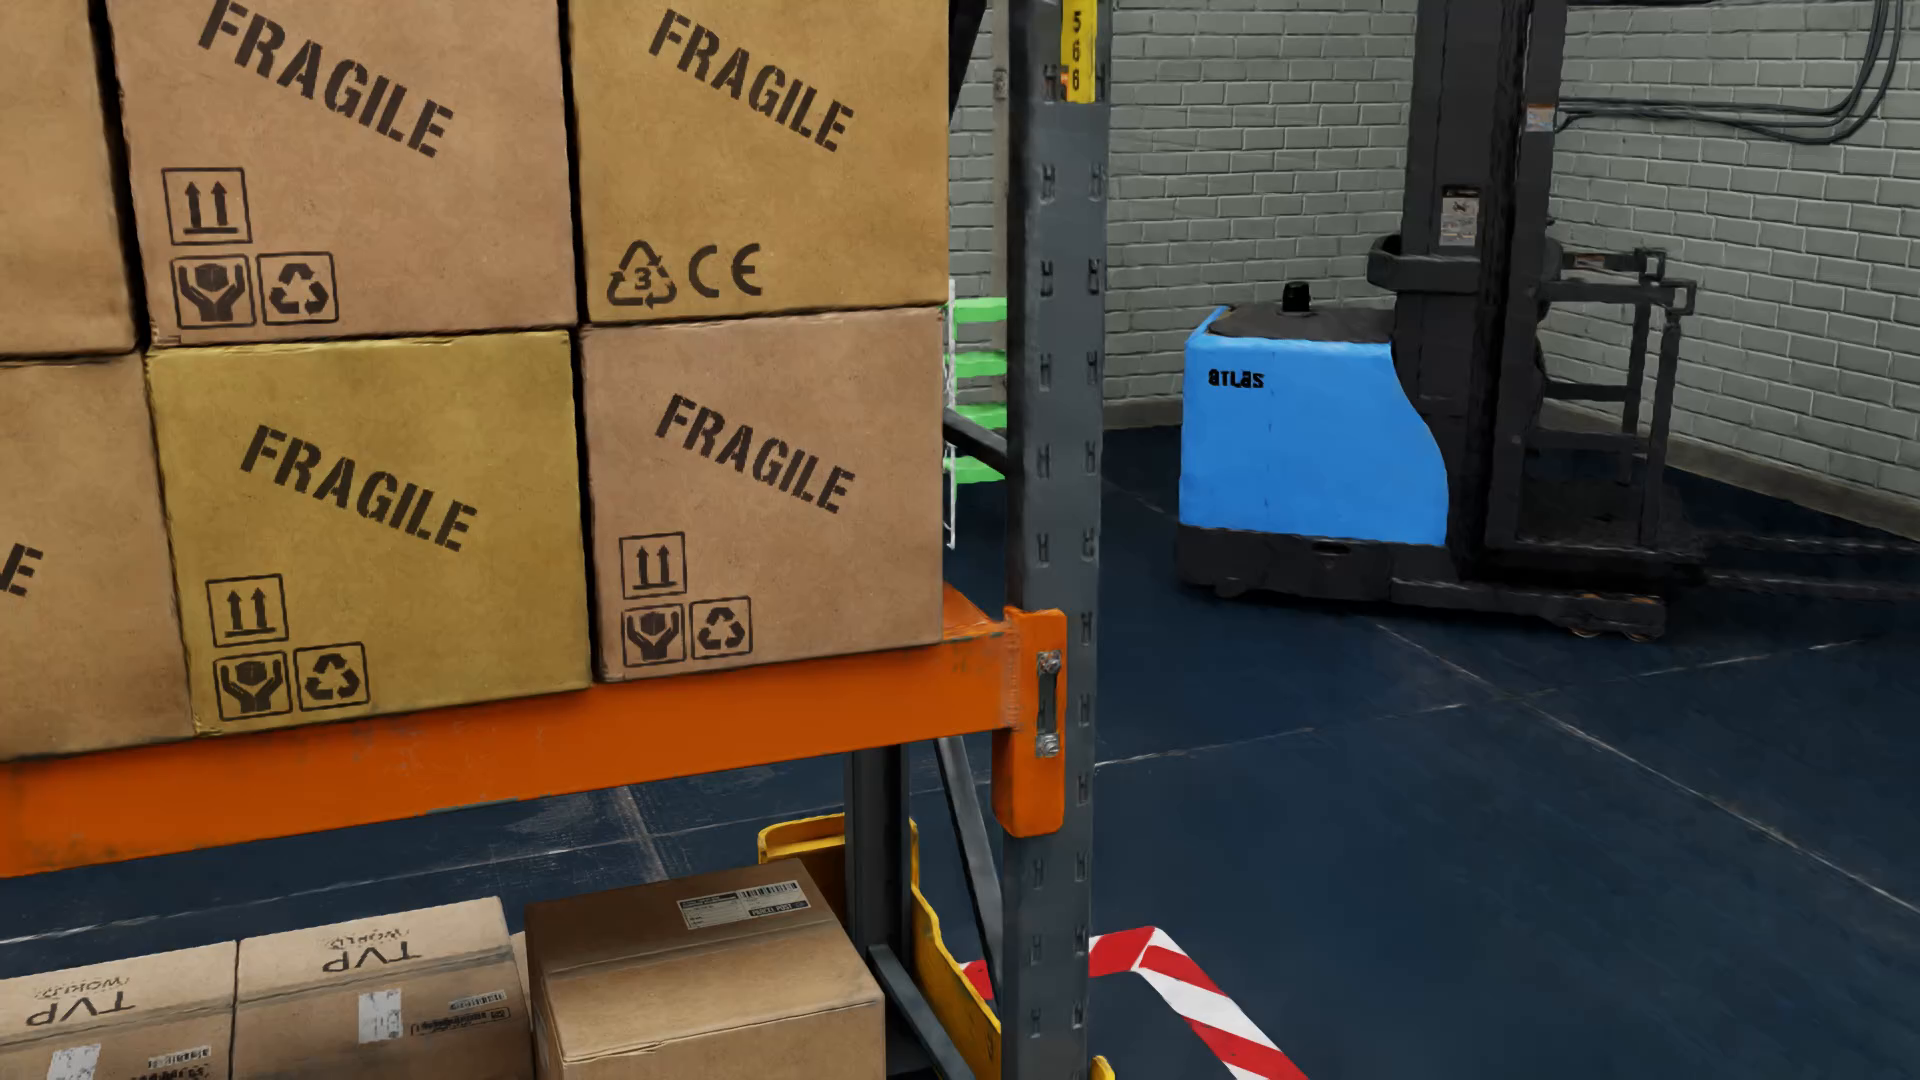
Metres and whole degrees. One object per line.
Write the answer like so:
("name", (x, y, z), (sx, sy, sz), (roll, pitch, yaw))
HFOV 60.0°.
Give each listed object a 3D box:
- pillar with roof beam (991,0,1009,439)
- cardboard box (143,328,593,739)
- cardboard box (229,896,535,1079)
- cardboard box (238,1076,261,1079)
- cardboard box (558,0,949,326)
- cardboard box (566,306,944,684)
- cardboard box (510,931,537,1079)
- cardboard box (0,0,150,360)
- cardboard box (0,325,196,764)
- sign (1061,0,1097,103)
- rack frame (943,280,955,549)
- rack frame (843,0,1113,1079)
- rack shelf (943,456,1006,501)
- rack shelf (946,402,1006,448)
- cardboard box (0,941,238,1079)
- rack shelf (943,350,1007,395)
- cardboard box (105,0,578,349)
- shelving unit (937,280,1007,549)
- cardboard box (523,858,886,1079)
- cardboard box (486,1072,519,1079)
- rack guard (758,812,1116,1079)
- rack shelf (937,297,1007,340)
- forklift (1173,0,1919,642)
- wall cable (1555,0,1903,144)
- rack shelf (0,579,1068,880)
("pillar with roof beam", (1.957, -3.745, 4.379), (0.400, 9.000, 9.100), (-6, 17, -20))
("cardboard box", (-0.823, -0.074, 2.350), (0.500, 0.500, 0.500), (-6, 17, -20))
("cardboard box", (-1.096, 0.943, 3.164), (0.500, 0.250, 0.500), (-6, 17, -20))
("cardboard box", (-1.337, 1.120, 2.561), (0.500, 0.250, 0.500), (-6, 17, -20))
("cardboard box", (-0.337, -0.607, 2.388), (0.500, 0.500, 0.500), (-6, 18, -21))
("cardboard box", (-0.340, -0.127, 2.531), (0.500, 0.500, 0.500), (-6, 17, -18))
("cardboard box", (-0.767, 0.929, 3.358), (0.250, 0.166, 0.380), (-6, 17, -20))
("cardboard box", (-1.291, -0.502, 2.032), (0.500, 0.500, 0.500), (-6, 17, -19))
("cardboard box", (-1.291, -0.025, 2.183), (0.500, 0.500, 0.500), (-6, 17, -20))
("sign", (0.160, -0.755, 2.231), (0.005, 0.325, 0.100), (-6, 17, -20))
("rack frame", (-0.073, -0.568, 7.402), (0.015, 1.200, 0.240), (-6, 17, -20))
("rack frame", (-0.019, -0.196, 2.943), (0.127, 3.000, 1.000), (-6, 17, -20))
("rack shelf", (0.155, -0.301, 7.572), (0.480, 0.148, 0.258), (-6, 17, -20))
("rack shelf", (0.155, -0.531, 7.504), (0.480, 0.148, 0.258), (-6, 17, -20))
("cardboard box", (-1.562, 0.993, 2.992), (0.500, 0.250, 0.500), (-6, 17, -20))
("rack shelf", (0.155, -0.761, 7.436), (0.480, 0.148, 0.258), (-6, 17, -20))
("cardboard box", (-0.808, -0.556, 2.214), (0.500, 0.500, 0.500), (-6, 17, -19))
("shelving unit", (0.155, -0.592, 7.486), (0.503, 1.200, 0.258), (-6, 17, -20))
("cardboard box", (-0.439, 0.912, 2.825), (0.500, 0.500, 0.500), (-6, 17, -20))
("cardboard box", (-0.849, 1.089, 2.814), (0.250, 0.166, 0.380), (-6, 17, -20))
("rack guard", (-0.090, 1.011, 3.269), (0.348, 0.500, 1.175), (-6, 17, -20))
("rack shelf", (0.155, -0.992, 7.369), (0.480, 0.148, 0.258), (-6, 17, -20))
("forklift", (2.450, -1.187, 6.437), (3.031, 2.935, 1.130), (5, 17, 16))
("wall cable", (3.614, -3.364, 8.593), (0.112, 2.526, 3.097), (-6, 17, -20))
("rack shelf", (-1.887, 0.351, 2.357), (4.000, 0.370, 1.077), (-6, 17, -20))
